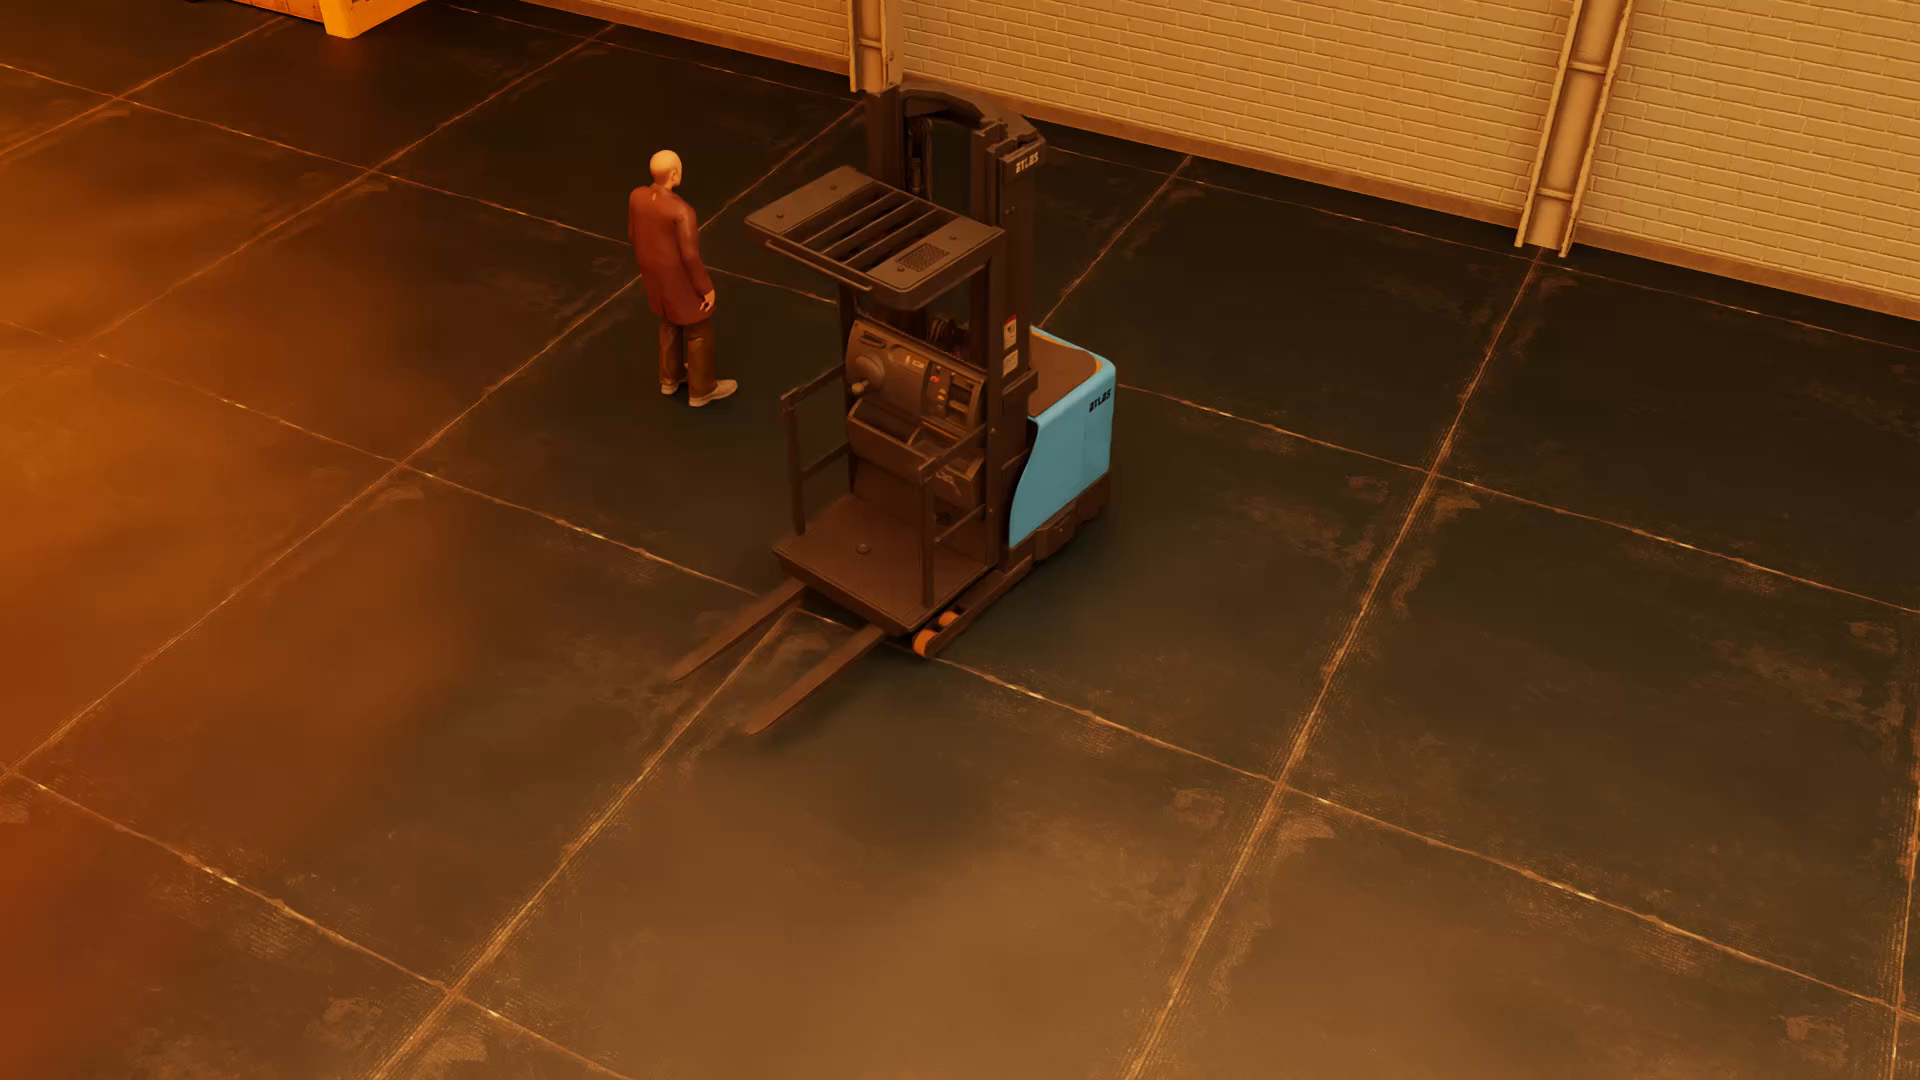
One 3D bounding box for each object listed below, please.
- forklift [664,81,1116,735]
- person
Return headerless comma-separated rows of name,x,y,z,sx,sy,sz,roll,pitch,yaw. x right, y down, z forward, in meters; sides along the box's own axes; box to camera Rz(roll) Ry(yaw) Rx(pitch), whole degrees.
forklift,-0.387,-0.817,8.956,1.130,2.935,3.031,28,48,29
person,-1.863,-1.719,10.927,0.654,1.772,0.435,27,47,28
